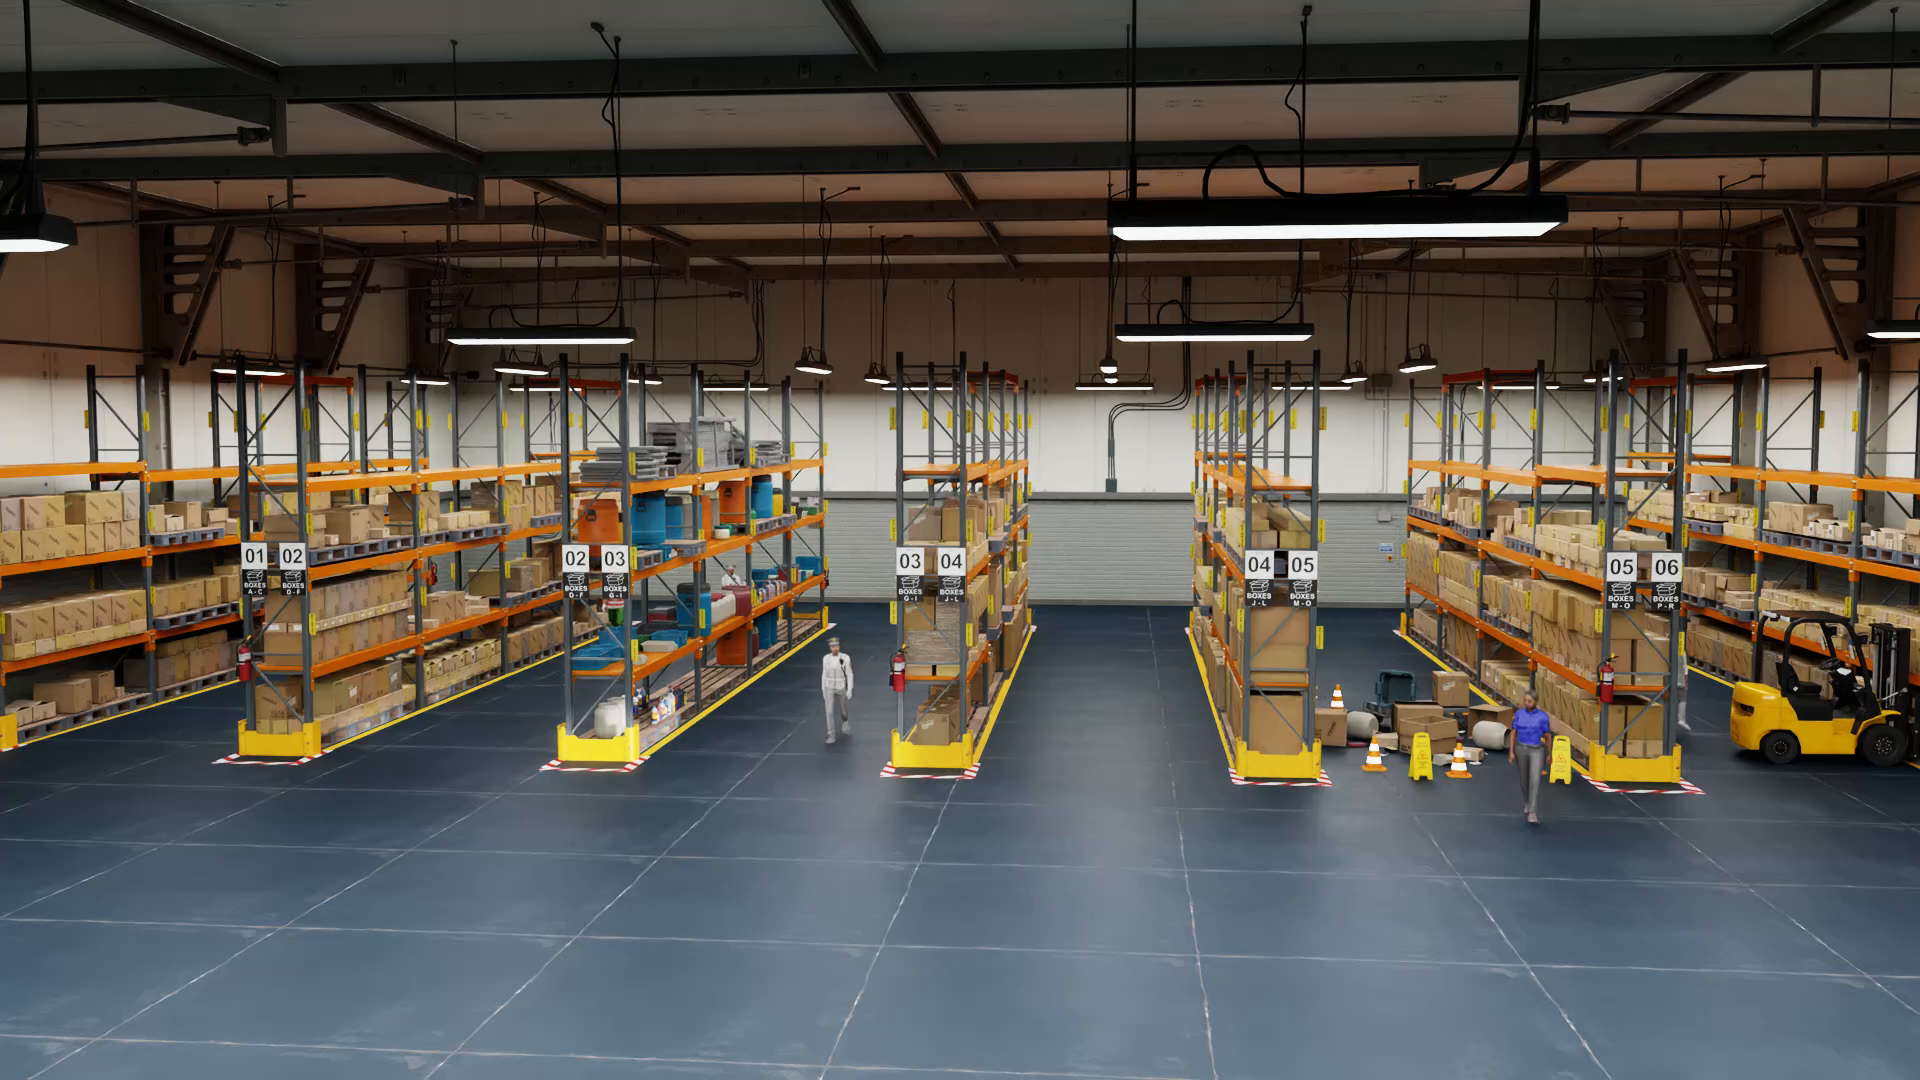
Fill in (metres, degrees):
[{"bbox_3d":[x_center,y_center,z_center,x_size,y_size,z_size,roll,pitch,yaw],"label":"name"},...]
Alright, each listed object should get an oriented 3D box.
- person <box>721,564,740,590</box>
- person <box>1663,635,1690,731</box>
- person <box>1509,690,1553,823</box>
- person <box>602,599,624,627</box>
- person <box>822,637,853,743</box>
[{"bbox_3d":[-5.425,1.367,39.452,0.507,1.625,1.033,0,4,3],"label":"person"},{"bbox_3d":[11.478,2.312,26.701,0.463,1.596,0.471,1,4,11],"label":"person"},{"bbox_3d":[7.147,2.695,20.912,0.493,1.611,0.929,3,5,35],"label":"person"},{"bbox_3d":[-7.665,1.499,36.959,0.535,1.728,1.095,0,4,3],"label":"person"},{"bbox_3d":[-1.915,2.316,26.090,0.492,1.633,0.852,0,4,3],"label":"person"}]
